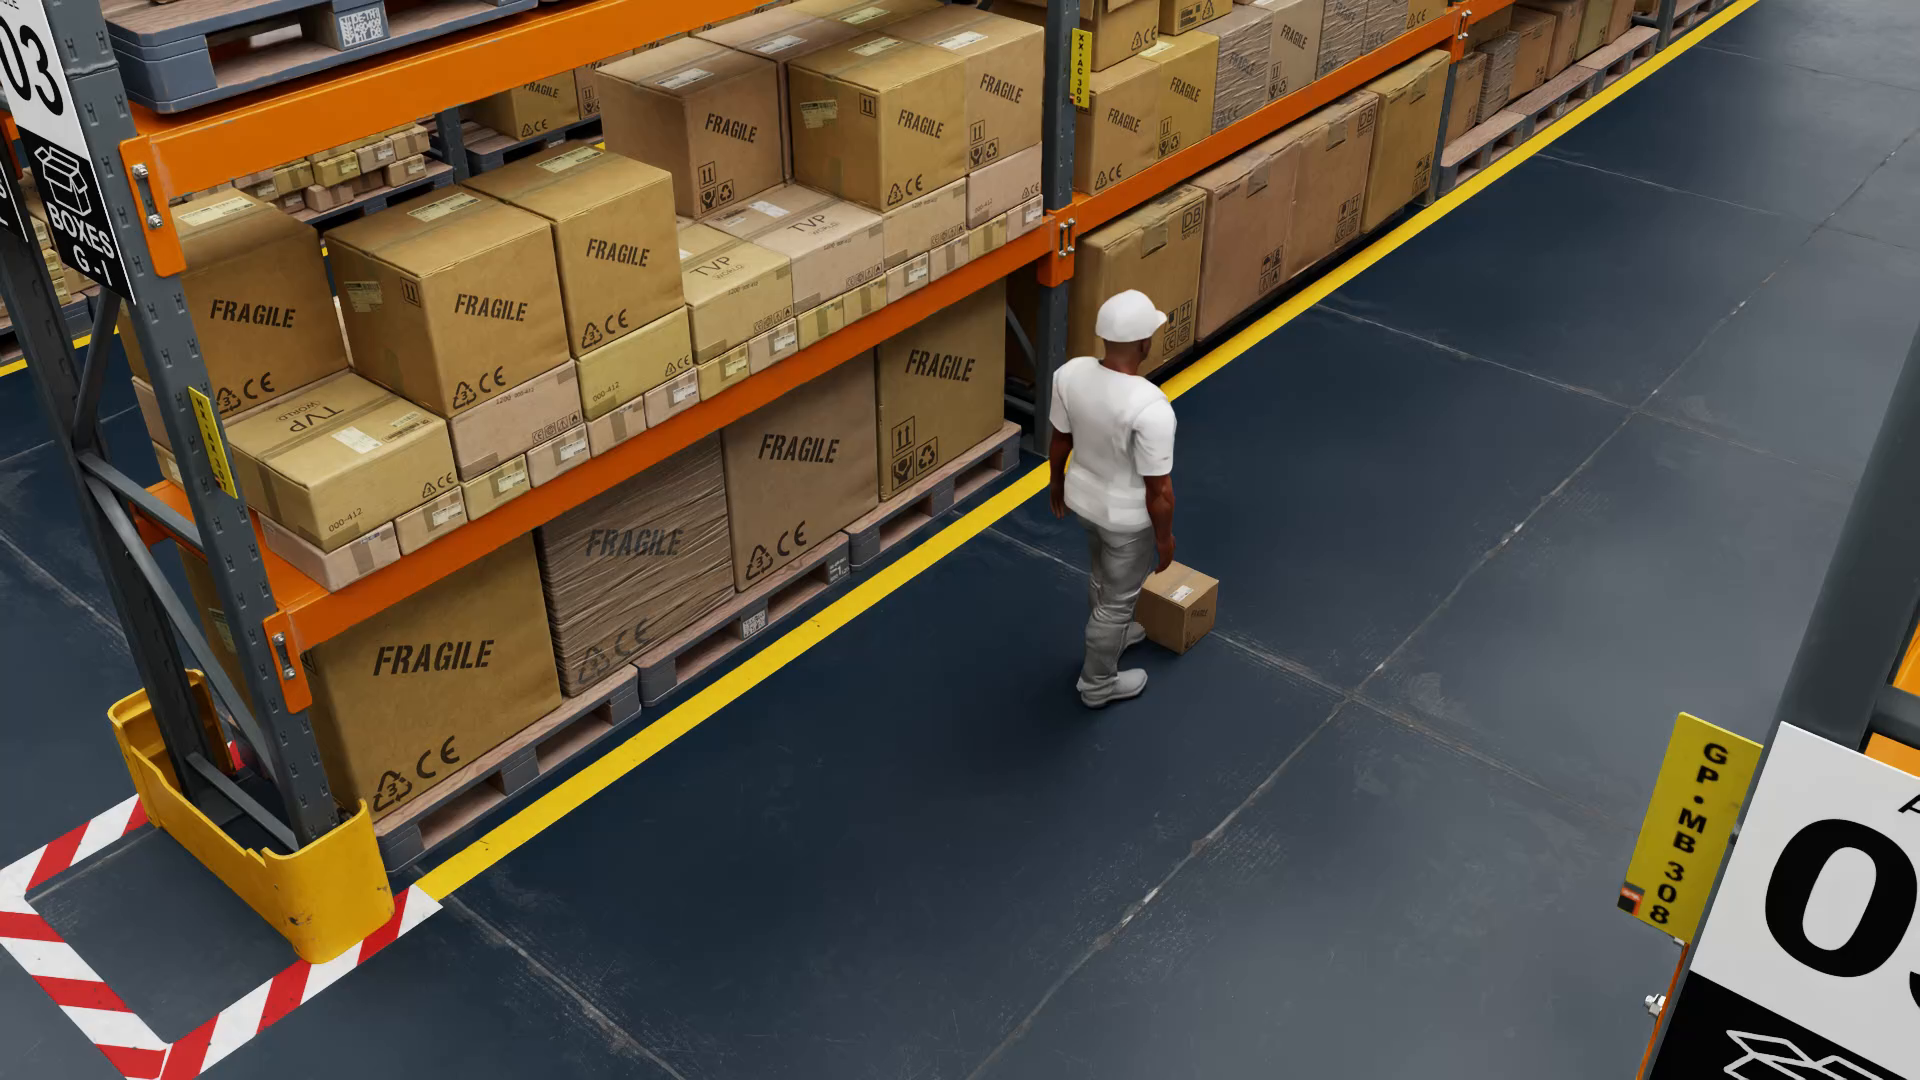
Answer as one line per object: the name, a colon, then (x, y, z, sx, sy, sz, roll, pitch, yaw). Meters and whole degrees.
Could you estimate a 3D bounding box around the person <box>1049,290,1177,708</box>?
person: (0.682, -0.173, 6.356, 0.594, 1.768, 0.605, -25, 42, -31)
